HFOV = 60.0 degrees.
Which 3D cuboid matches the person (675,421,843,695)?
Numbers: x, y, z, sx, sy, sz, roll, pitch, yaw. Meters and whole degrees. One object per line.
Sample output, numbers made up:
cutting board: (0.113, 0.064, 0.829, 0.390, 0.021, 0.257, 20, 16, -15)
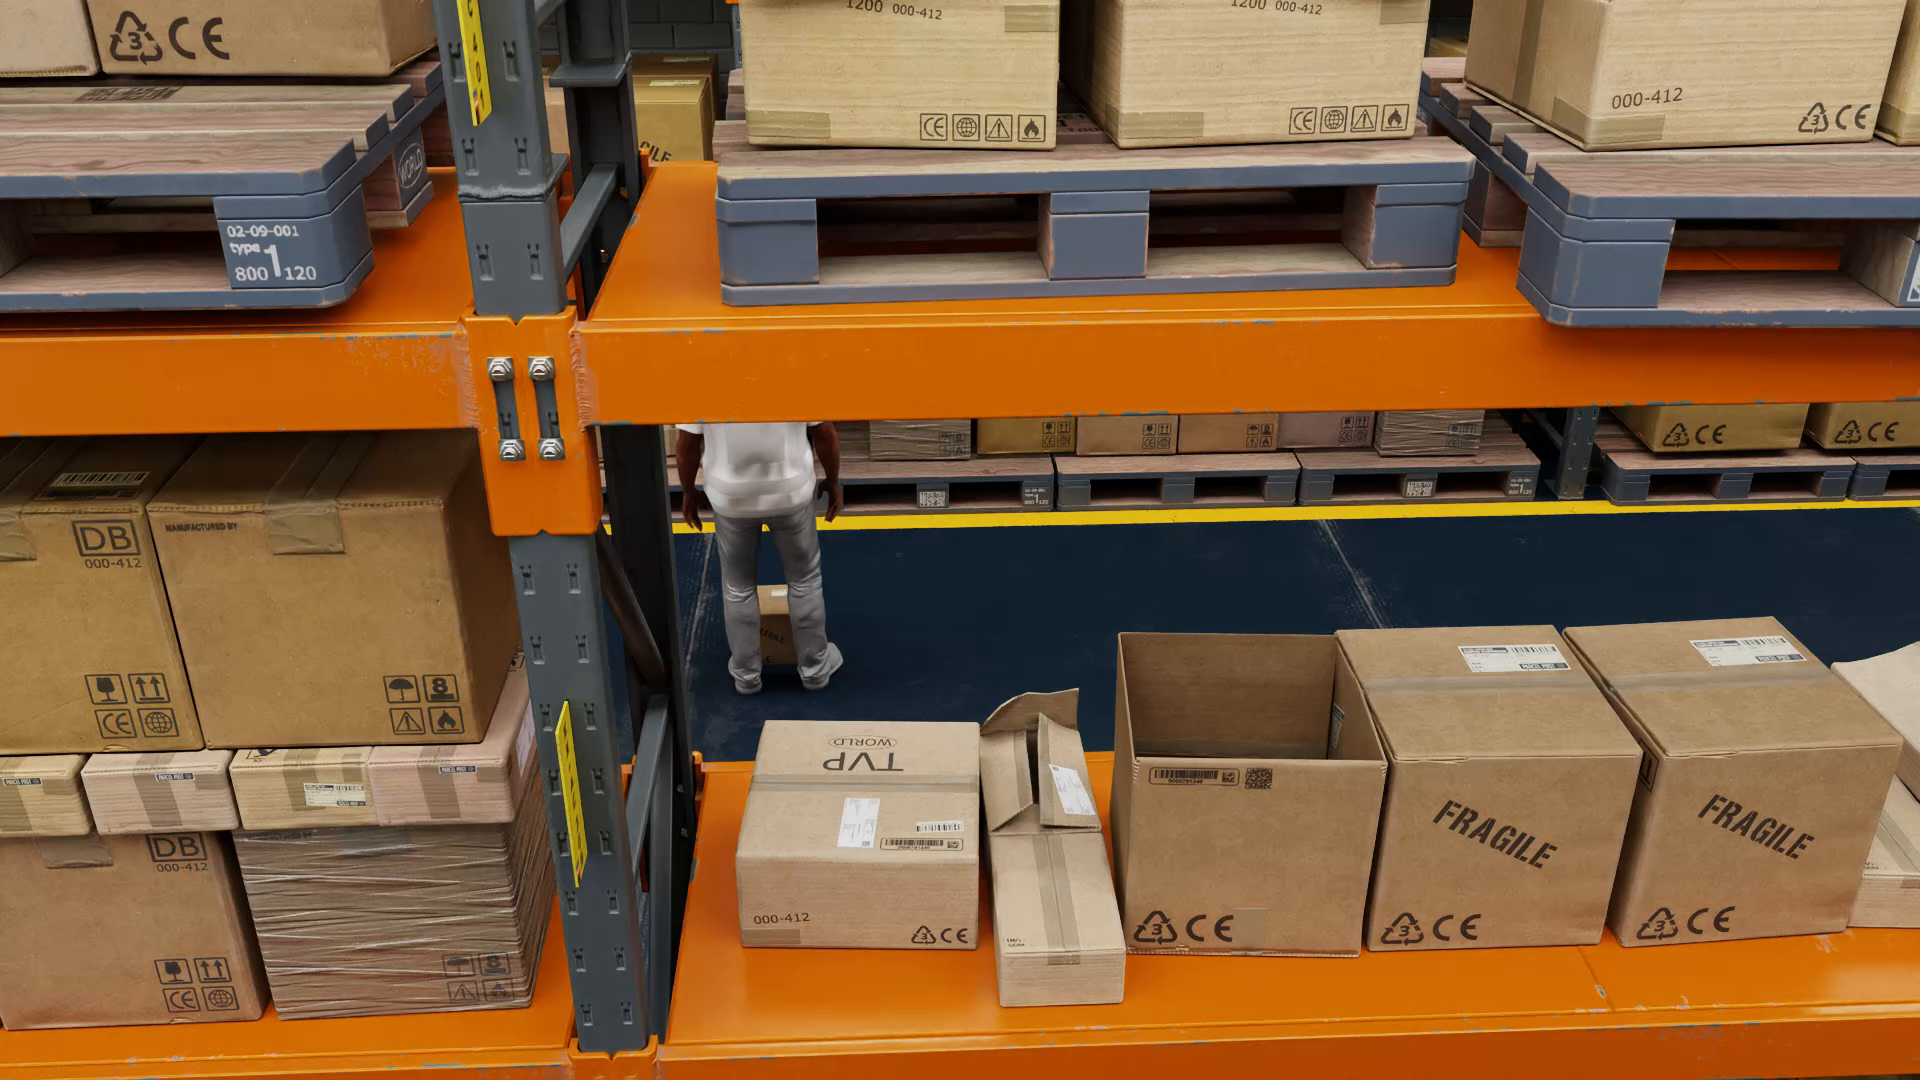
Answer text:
person: (-0.777, -0.205, 6.497, 0.629, 1.759, 0.460, -3, 28, -6)
